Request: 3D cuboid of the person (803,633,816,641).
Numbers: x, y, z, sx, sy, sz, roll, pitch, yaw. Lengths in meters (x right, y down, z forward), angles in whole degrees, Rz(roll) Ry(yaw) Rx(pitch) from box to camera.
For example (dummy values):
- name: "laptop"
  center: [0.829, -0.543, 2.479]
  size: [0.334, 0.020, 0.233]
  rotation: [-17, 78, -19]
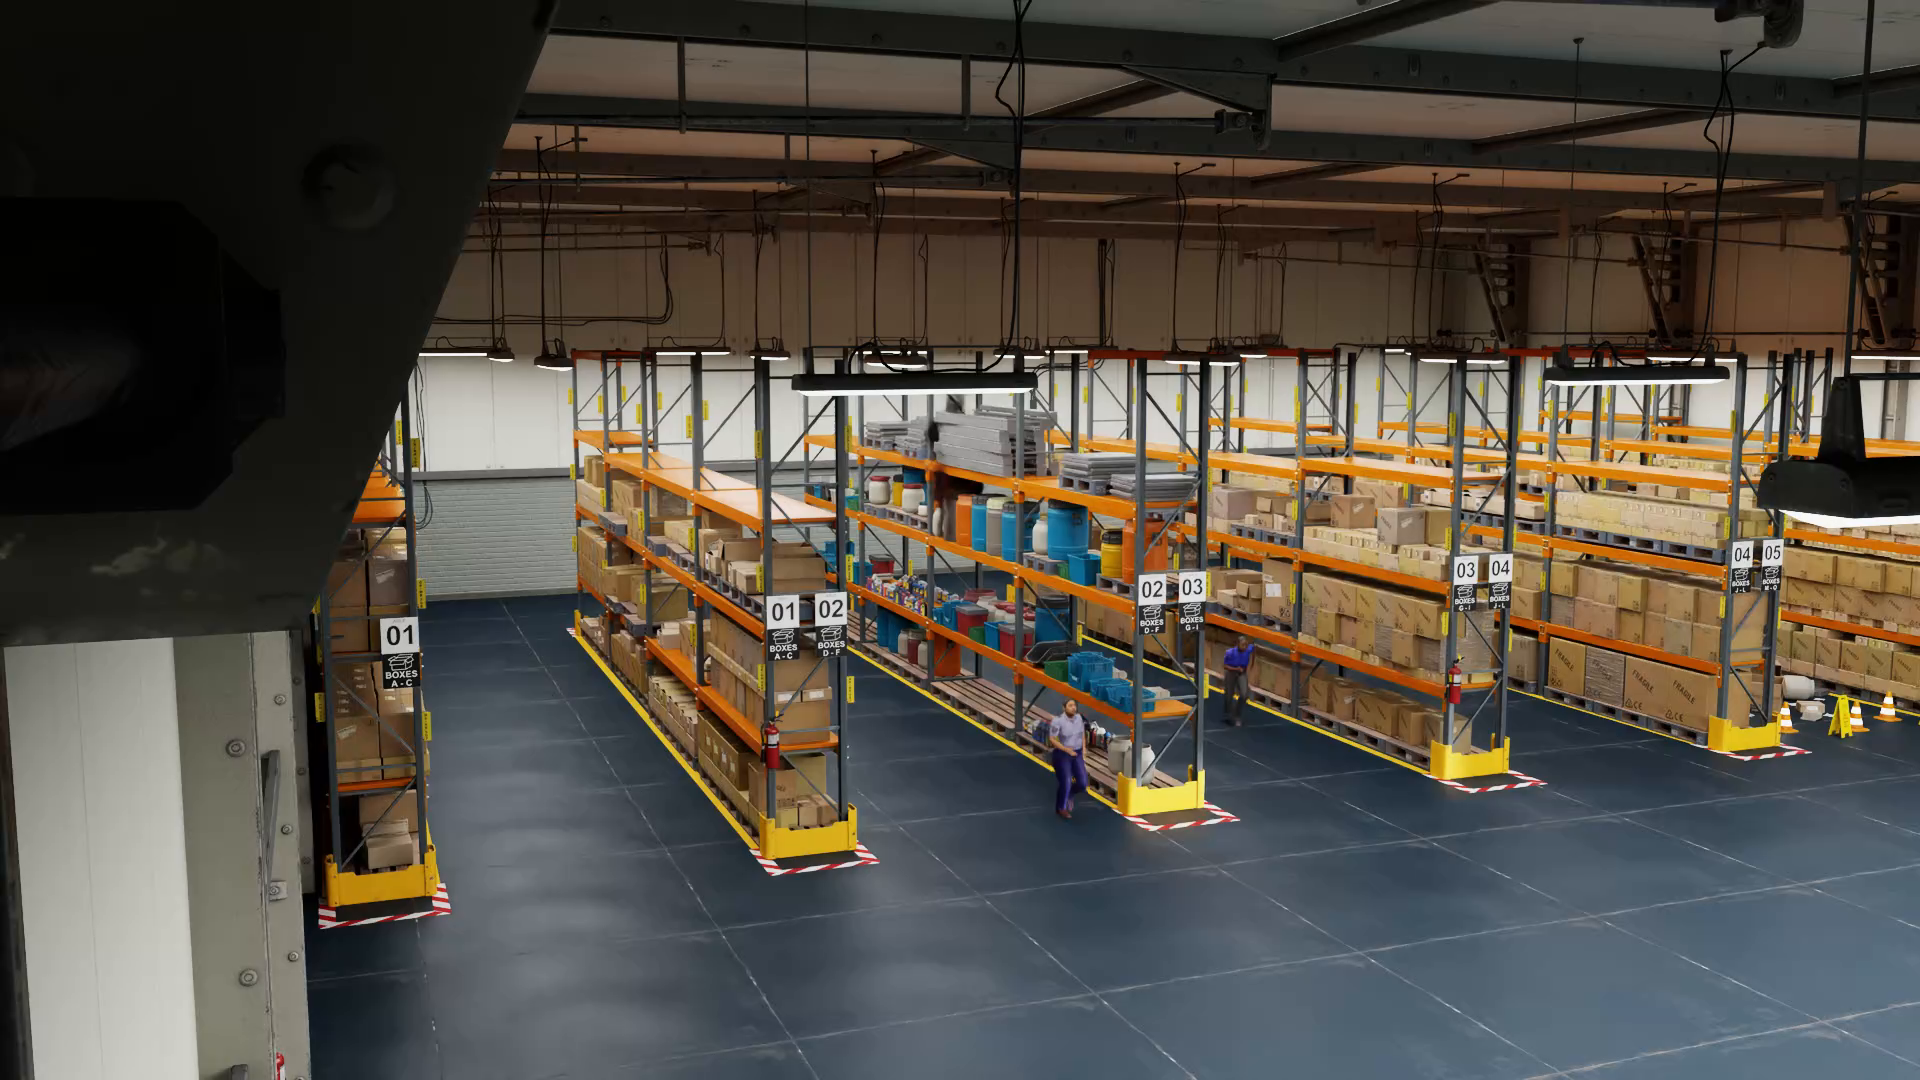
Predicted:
- name: "person"
  center: [-2.567, 1.974, 28.087]
  size: [0.676, 1.793, 0.813]
  rotation: [-4, 8, -29]

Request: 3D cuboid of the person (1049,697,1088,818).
- name: "person"
  center: [1.452, 2.842, 21.731]
  size: [0.631, 1.609, 0.563]
  rotation: [-4, 8, -29]

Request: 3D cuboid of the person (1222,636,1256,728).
- name: "person"
  center: [4.485, 2.260, 26.846]
  size: [0.610, 1.558, 0.946]
  rotation: [-1, 7, -9]
